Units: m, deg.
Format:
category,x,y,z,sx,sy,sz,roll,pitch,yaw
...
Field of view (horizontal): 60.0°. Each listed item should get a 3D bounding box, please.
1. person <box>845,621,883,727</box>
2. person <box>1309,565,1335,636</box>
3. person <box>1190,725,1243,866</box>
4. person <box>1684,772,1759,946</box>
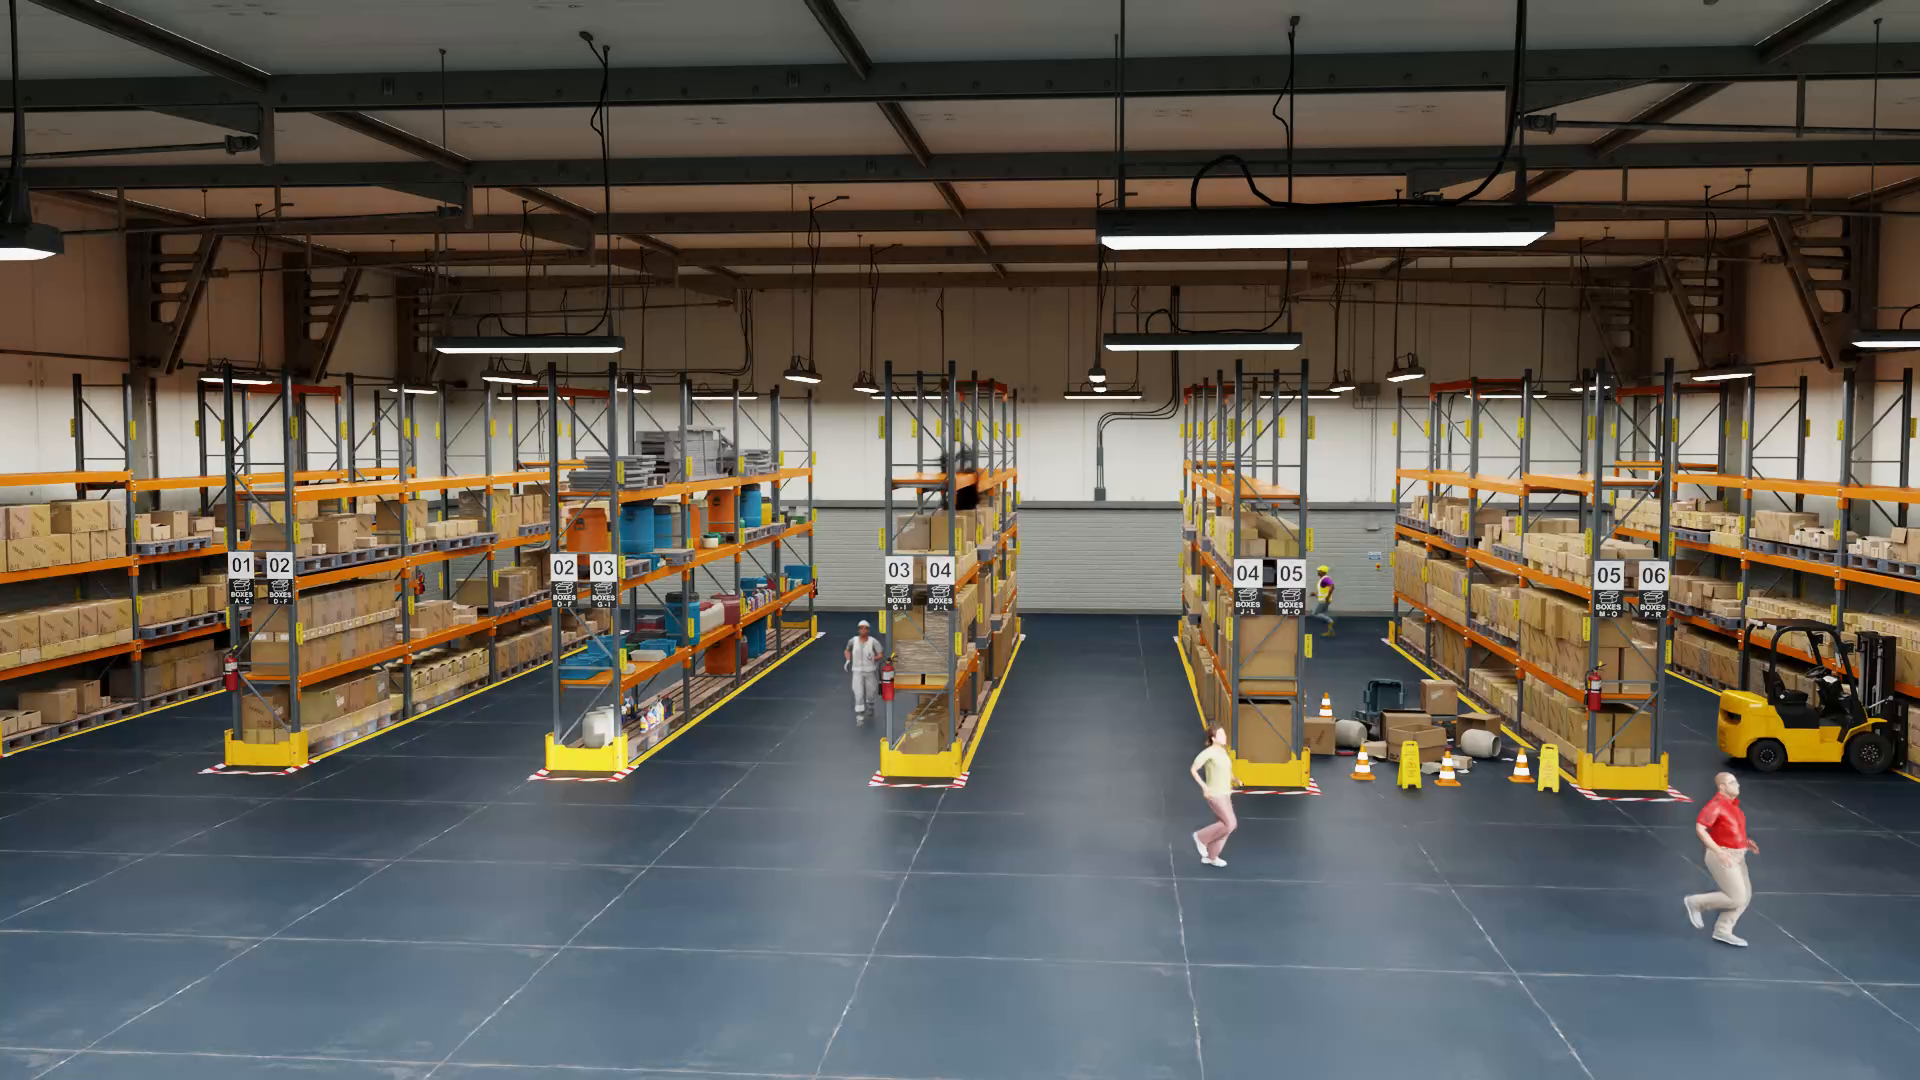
category,x,y,z,sx,sy,sz,roll,pitch,yaw
person,-1.633,2.248,28.227,0.667,1.768,0.967,0,4,1
person,8.822,1.481,40.512,0.650,1.720,0.741,1,4,10
person,2.974,2.933,19.098,0.540,1.627,0.575,3,5,38
person,7.445,3.146,16.252,0.655,1.594,0.599,-4,5,-44
